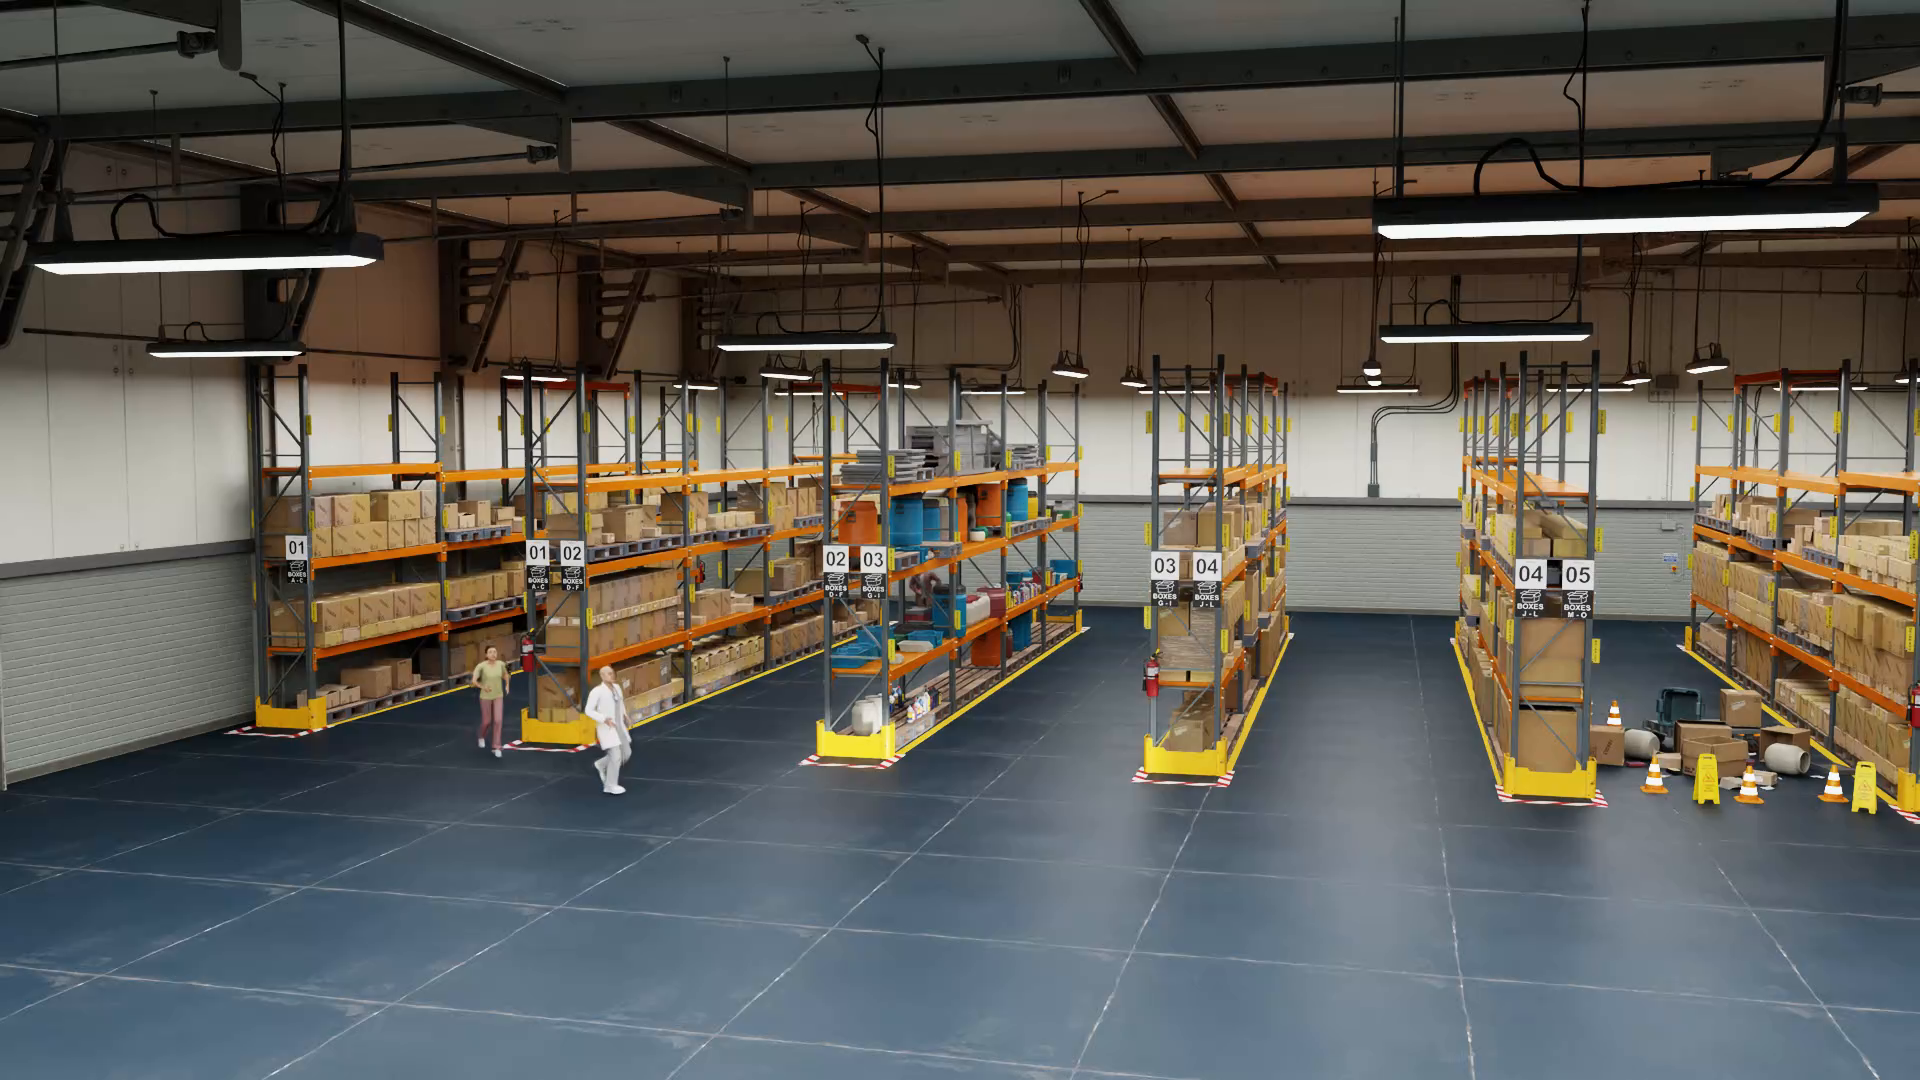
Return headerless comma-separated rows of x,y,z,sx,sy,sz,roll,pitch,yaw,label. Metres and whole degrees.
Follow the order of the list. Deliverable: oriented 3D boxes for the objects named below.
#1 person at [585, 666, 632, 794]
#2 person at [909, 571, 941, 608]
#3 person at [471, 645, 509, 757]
-4.775,2.575,22.626,0.653,1.724,0.707,2,5,32,person
-0.865,1.385,39.966,0.747,1.720,0.550,1,4,12,person
-7.154,2.425,25.379,0.600,1.679,0.821,-2,5,-32,person
